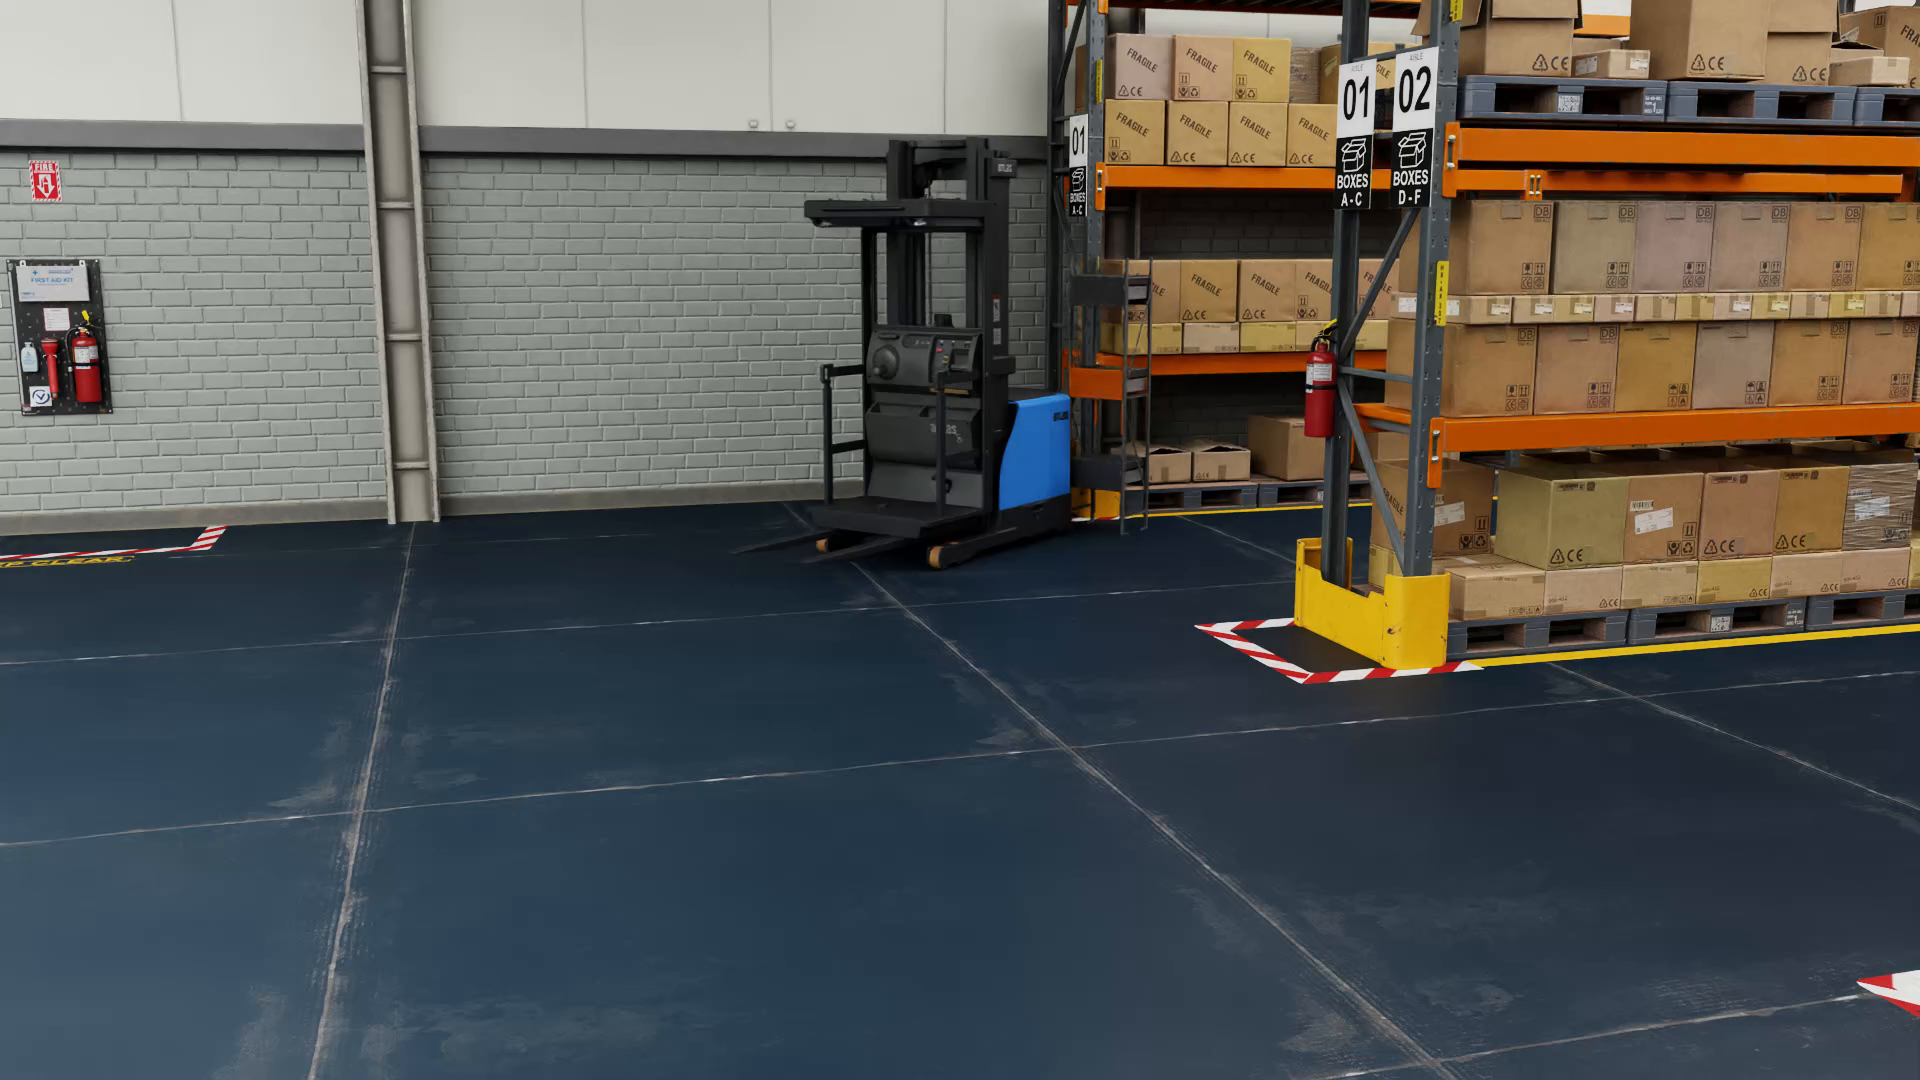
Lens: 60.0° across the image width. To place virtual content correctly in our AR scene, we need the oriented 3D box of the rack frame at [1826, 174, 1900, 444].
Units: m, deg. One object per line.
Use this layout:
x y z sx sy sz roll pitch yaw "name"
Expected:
8.609 -2.161 16.001 0.127 3.000 1.000 -3 11 -16 "rack frame"

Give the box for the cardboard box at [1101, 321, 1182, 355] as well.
1.485 -1.662 13.648 0.500 0.250 0.500 -3 11 -18 "cardboard box"

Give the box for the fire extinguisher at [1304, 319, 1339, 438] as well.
2.073 -0.932 9.538 0.183 0.674 0.296 -3 11 -16 "fire extinguisher"

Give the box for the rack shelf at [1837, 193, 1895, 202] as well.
10.529 -3.384 16.344 4.000 0.370 1.077 -3 11 -16 "rack shelf"

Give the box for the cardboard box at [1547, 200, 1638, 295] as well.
3.322 -1.634 9.279 0.500 0.500 0.700 -3 11 -17 "cardboard box"

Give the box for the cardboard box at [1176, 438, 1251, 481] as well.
2.165 -0.699 14.267 0.500 0.311 0.500 -2 11 -11 "cardboard box"

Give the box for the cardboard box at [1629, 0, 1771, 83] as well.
3.987 -2.732 8.992 0.500 0.500 0.500 -3 11 -16 "cardboard box"

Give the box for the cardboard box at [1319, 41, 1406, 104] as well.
3.341 -3.854 13.821 0.500 0.500 0.500 -3 11 -18 "cardboard box"

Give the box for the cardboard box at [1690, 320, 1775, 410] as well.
4.253 -1.045 9.661 0.500 0.500 0.700 -3 11 -14 "cardboard box"

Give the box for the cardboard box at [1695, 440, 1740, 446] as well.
6.936 -1.067 15.745 0.500 0.500 0.700 -3 11 -16 "cardboard box"

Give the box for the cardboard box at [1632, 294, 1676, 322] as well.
3.744 -1.299 9.247 0.250 0.149 0.380 -3 11 -18 "cardboard box"

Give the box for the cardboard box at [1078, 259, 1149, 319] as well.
1.321 -2.122 14.076 0.500 0.500 0.500 -3 11 -17 "cardboard box"

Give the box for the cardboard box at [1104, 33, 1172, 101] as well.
1.366 -3.760 13.306 0.500 0.500 0.500 -4 11 -20 "cardboard box"

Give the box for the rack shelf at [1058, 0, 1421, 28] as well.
2.848 -4.453 13.874 4.000 0.370 1.077 -3 11 -16 "rack shelf"

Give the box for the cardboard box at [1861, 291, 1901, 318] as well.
5.215 -1.376 9.666 0.250 0.149 0.380 -3 11 -16 "cardboard box"

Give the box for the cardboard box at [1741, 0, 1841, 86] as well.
4.540 -2.838 9.560 0.637 0.503 0.797 -2 11 -10 "cardboard box"

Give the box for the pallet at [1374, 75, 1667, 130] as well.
3.002 -2.358 9.032 1.213 0.211 1.003 -3 11 -16 "pallet"

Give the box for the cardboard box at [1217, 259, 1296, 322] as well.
2.445 -2.081 13.856 0.500 0.500 0.500 -3 11 -18 "cardboard box"

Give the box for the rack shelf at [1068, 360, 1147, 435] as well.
1.152 -1.107 12.838 0.480 0.518 0.431 7 13 35 "rack shelf"

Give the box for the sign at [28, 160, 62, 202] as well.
-6.822 -2.677 12.401 0.199 0.298 0.001 -3 11 -16 "sign"

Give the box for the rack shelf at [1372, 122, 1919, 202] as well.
4.236 -2.118 9.469 4.000 0.370 1.077 -3 11 -16 "rack shelf"

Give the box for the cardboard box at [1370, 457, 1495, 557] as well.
2.748 -0.197 9.697 0.500 0.500 0.500 -3 11 -16 "cardboard box"

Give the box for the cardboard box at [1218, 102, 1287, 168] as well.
2.342 -3.312 13.636 0.500 0.500 0.500 -2 11 -13 "cardboard box"

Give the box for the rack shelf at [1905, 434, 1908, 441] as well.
8.077 -0.845 10.840 4.000 0.370 1.077 -3 11 -16 "rack shelf"

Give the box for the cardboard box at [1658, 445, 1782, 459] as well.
4.664 -0.301 10.261 0.500 0.500 0.500 -3 11 -16 "cardboard box"

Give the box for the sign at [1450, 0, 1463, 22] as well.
2.465 -2.743 8.242 0.005 0.325 0.100 -3 11 -16 "sign"

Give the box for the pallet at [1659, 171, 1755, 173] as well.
6.386 -3.407 15.004 1.003 0.211 1.213 -3 11 -16 "pallet"

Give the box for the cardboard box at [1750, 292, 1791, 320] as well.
4.482 -1.337 9.457 0.250 0.149 0.380 -3 11 -14 "cardboard box"

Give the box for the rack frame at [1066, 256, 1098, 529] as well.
0.954 -1.147 12.976 0.015 2.100 0.400 7 13 35 "rack frame"

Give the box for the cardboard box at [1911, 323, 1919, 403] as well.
5.732 -1.123 10.088 0.500 0.500 0.700 -3 11 -17 "cardboard box"

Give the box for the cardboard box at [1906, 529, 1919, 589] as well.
5.772 0.109 10.102 0.500 0.250 0.500 -3 11 -16 "cardboard box"

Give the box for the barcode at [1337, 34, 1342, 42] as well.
3.314 -4.373 14.482 0.075 0.075 0.001 -3 11 -16 "barcode"

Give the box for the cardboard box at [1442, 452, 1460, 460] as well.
4.263 -0.749 14.943 0.250 0.166 0.380 -5 11 -23 "cardboard box"

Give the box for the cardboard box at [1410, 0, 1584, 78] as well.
2.869 -2.725 8.948 0.637 0.503 0.797 -2 11 -12 "cardboard box"

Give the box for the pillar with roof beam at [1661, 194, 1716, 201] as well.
8.322 -4.448 11.852 0.400 9.000 9.100 -3 11 -16 "pillar with roof beam"

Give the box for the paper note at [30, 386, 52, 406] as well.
-6.975 -1.090 12.615 0.142 0.148 0.016 -3 11 -16 "paper note"

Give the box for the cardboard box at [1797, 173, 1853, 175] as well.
7.993 -3.519 15.283 0.500 0.311 0.500 -3 11 -16 "cardboard box"

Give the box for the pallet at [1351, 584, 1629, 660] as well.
3.039 0.430 9.627 1.213 0.211 1.003 -3 11 -16 "pallet"

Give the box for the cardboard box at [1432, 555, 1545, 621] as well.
2.893 0.262 9.274 0.500 0.250 0.500 -3 11 -16 "cardboard box"

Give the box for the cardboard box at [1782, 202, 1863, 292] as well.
4.767 -1.710 9.693 0.500 0.500 0.700 -3 11 -16 "cardboard box"

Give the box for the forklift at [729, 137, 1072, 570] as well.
-0.387 -1.335 11.704 1.130 2.935 3.031 7 13 34 "forklift"

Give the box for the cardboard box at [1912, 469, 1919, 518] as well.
6.465 -0.298 10.767 0.500 0.311 0.500 -3 11 -16 "cardboard box"

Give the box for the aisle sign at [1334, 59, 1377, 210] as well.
2.171 -2.222 9.149 0.004 0.787 0.394 -3 11 -16 "aisle sign"

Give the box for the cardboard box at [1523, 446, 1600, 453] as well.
5.471 -0.986 15.306 0.500 0.500 0.700 -3 11 -14 "cardboard box"

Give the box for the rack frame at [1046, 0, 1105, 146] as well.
0.928 -4.707 13.259 0.127 3.000 1.000 -3 11 -16 "rack frame"

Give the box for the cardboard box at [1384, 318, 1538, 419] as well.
2.768 -0.966 9.232 0.500 0.500 0.700 -3 11 -16 "cardboard box"

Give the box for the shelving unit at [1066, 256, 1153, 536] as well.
1.152 -1.121 12.835 0.503 2.100 0.431 7 13 35 "shelving unit"

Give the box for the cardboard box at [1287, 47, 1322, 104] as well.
2.754 -3.924 14.200 0.500 0.500 0.500 -3 11 -16 "cardboard box"

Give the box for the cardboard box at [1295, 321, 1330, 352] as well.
2.957 -1.741 14.075 0.500 0.250 0.500 -3 11 -15 "cardboard box"

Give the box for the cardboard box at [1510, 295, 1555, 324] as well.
3.006 -1.260 9.037 0.250 0.149 0.380 -3 11 -17 "cardboard box"

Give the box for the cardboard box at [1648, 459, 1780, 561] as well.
4.334 -0.182 9.615 0.500 0.500 0.500 -3 11 -16 "cardboard box"

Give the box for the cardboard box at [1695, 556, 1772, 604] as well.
4.334 0.186 9.684 0.500 0.250 0.500 -3 11 -16 "cardboard box"
